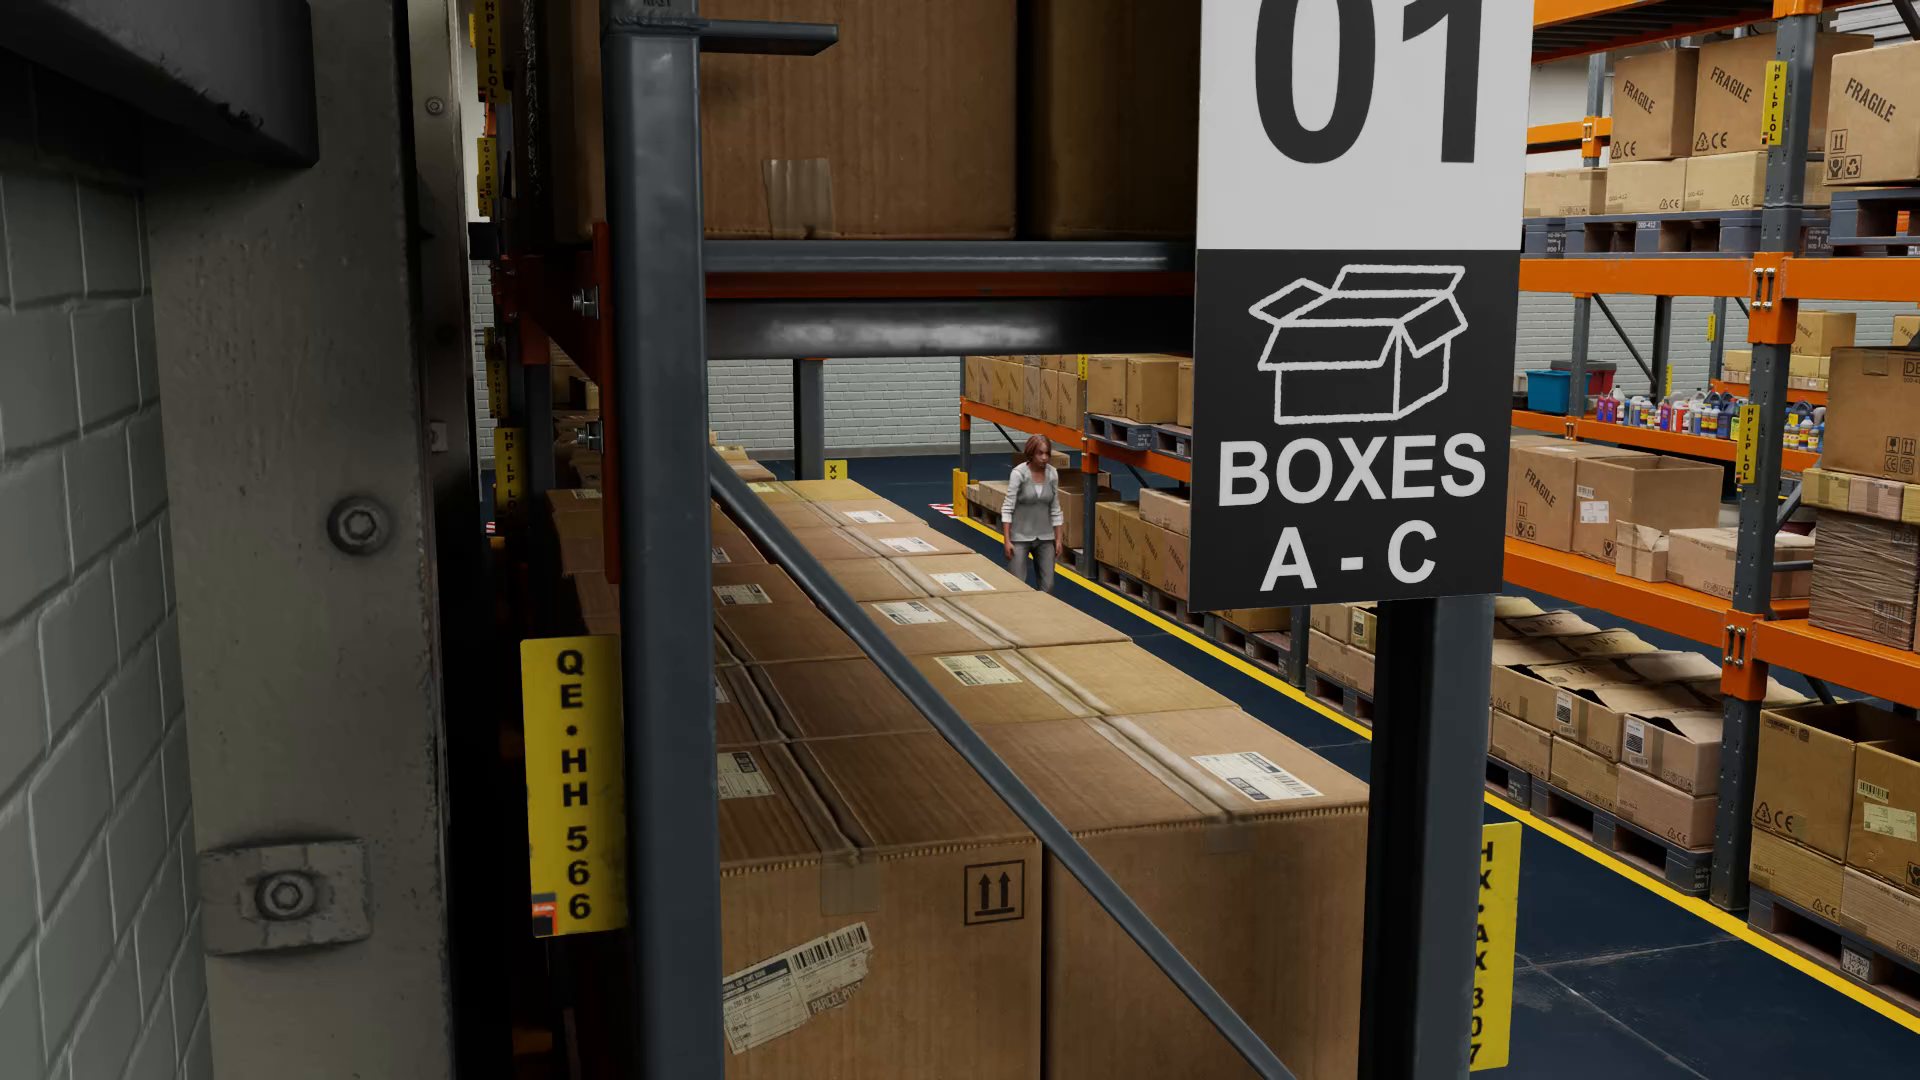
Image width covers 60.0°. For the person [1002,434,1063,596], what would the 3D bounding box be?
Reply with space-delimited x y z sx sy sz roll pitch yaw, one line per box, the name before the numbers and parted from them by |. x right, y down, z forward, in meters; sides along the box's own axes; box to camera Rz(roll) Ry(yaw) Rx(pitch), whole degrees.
person | 0.513 0.033 11.917 0.483 1.580 0.347 -3 10 -19
